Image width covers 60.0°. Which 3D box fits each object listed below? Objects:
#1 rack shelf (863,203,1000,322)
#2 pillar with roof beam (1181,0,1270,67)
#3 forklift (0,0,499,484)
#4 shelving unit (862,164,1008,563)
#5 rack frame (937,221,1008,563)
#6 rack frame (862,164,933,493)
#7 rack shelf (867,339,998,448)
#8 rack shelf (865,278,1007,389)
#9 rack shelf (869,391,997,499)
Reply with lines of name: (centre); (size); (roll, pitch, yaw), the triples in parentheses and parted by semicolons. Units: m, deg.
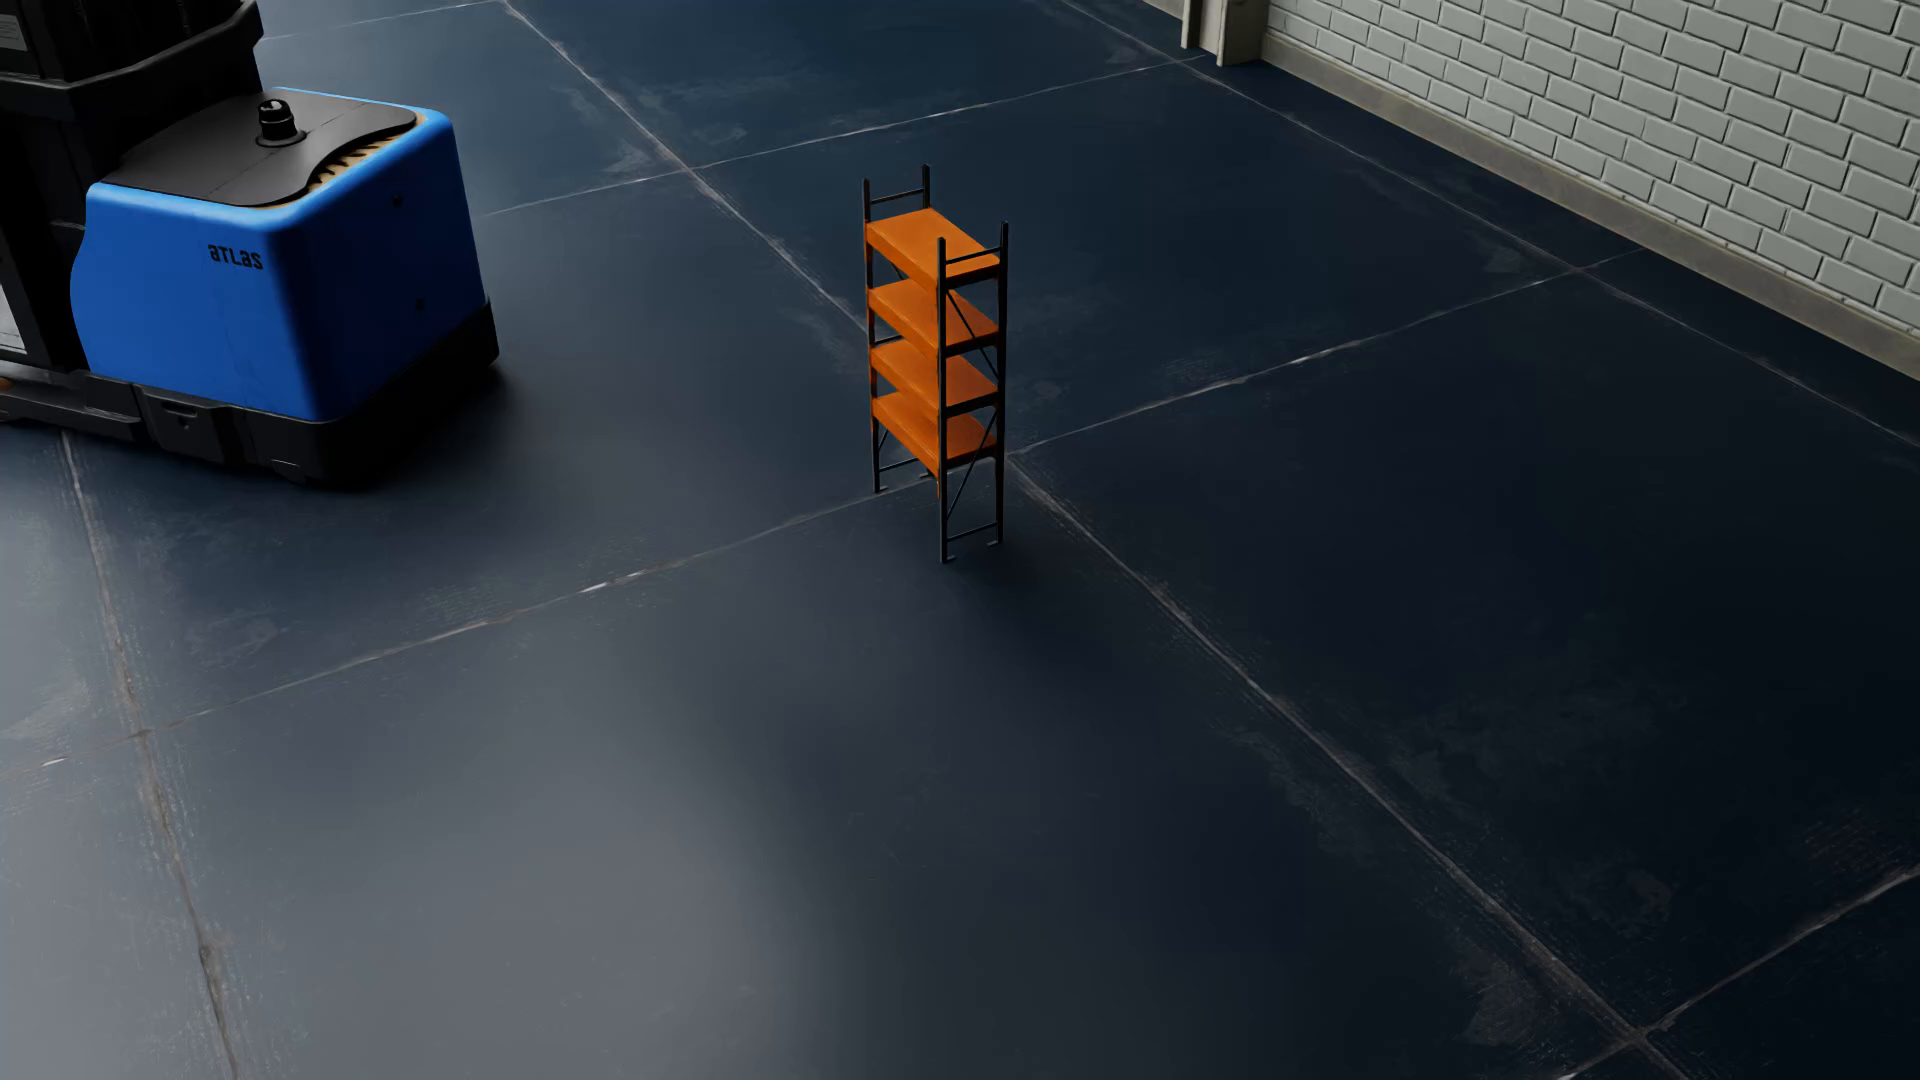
rack shelf: (-0.083, -0.886, 5.280); (0.258, 0.148, 0.480); (-19, 40, -24)
pillar with roof beam: (-2.206, -5.185, 5.219); (9.100, 9.000, 0.400); (-19, 40, -24)
forklift: (-3.413, -1.914, 5.886); (3.031, 2.935, 1.130); (12, 38, 16)
shelving unit: (-0.083, -0.569, 5.512); (0.258, 1.200, 0.503); (-19, 40, -24)
rack frame: (0.039, -0.445, 5.341); (0.240, 1.200, 0.015); (-19, 40, -24)
rack frame: (-0.206, -0.693, 5.682); (0.240, 1.200, 0.015); (-19, 40, -24)
rack shelf: (-0.083, -0.515, 5.551); (0.258, 0.148, 0.480); (-19, 40, -24)
rack shelf: (-0.083, -0.695, 5.419); (0.258, 0.148, 0.480); (-19, 40, -24)
rack shelf: (-0.083, -0.354, 5.668); (0.258, 0.148, 0.480); (-19, 40, -24)
